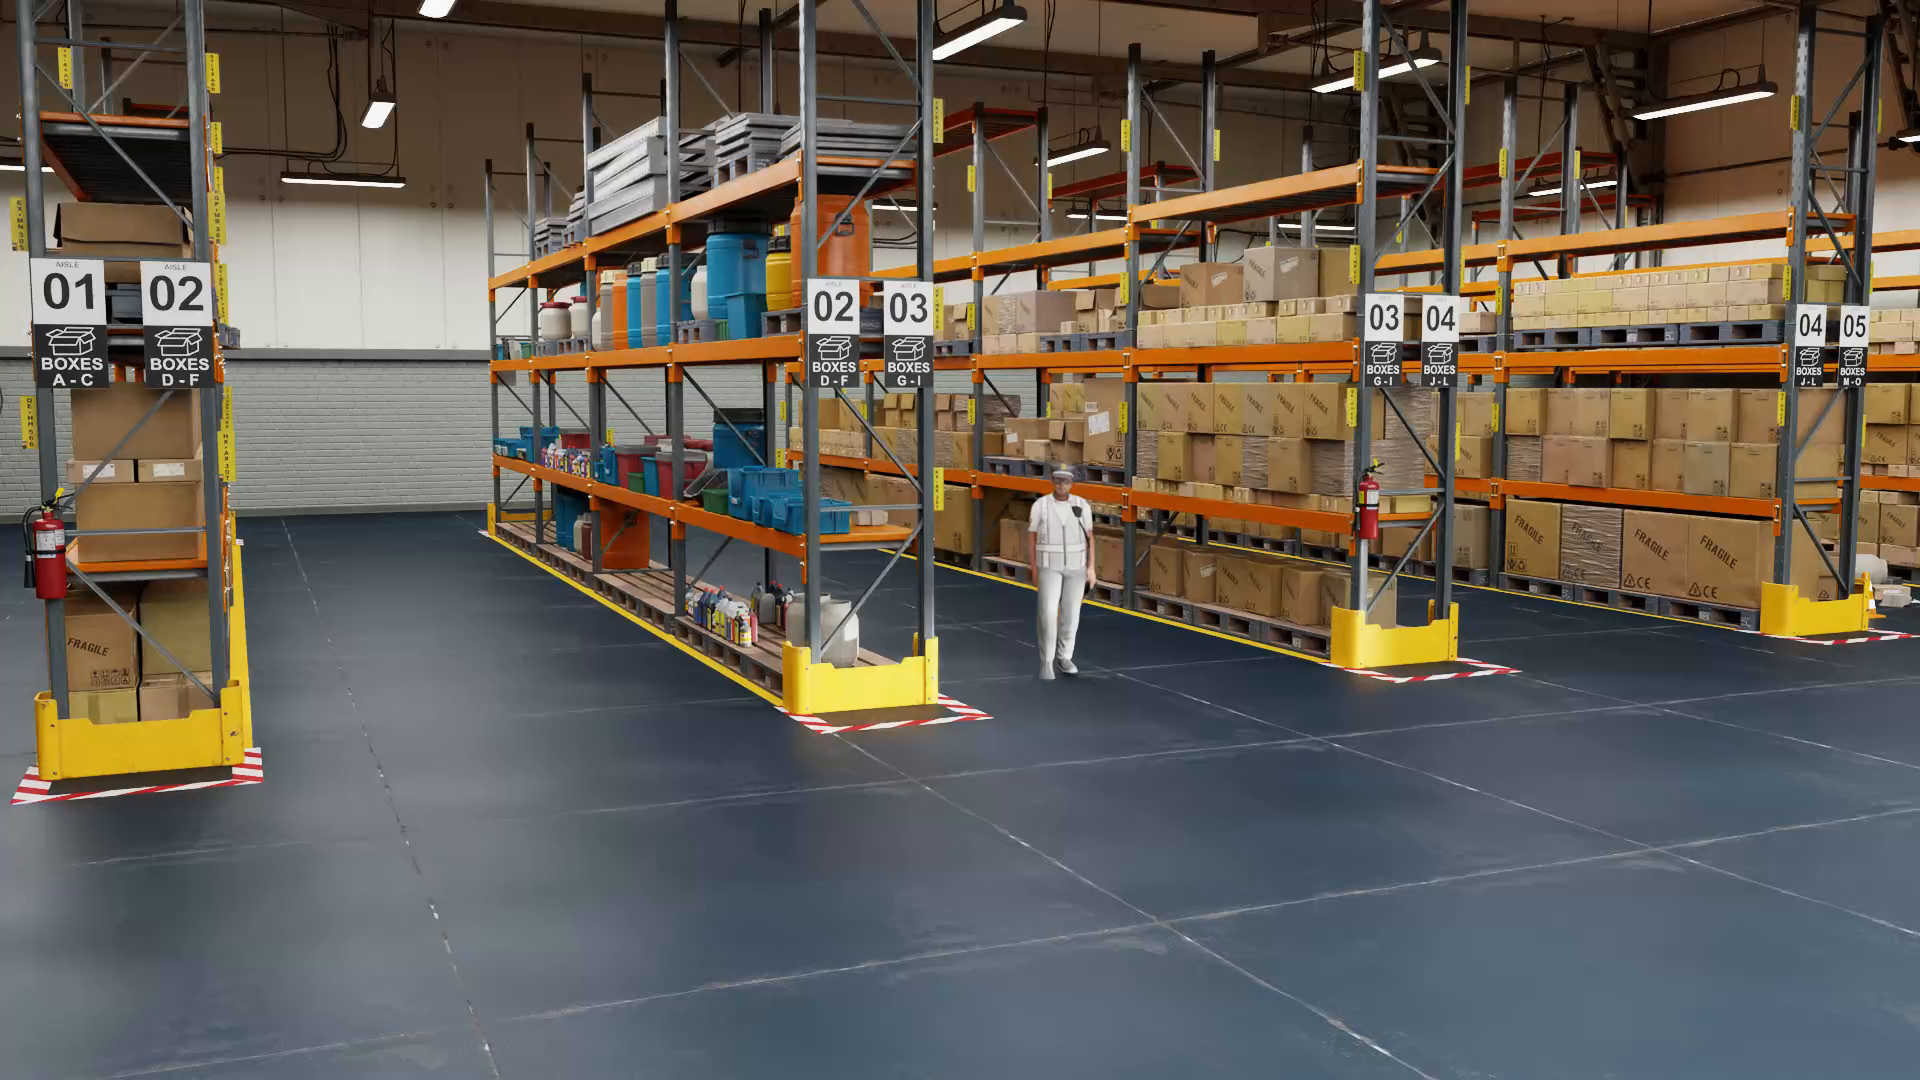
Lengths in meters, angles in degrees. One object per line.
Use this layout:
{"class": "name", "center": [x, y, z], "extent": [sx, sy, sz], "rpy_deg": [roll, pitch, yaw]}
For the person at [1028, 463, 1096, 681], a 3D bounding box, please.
{"class": "person", "center": [0.857, 0.275, 13.825], "extent": [0.536, 1.840, 0.493], "rpy_deg": [-1, 5, -7]}
